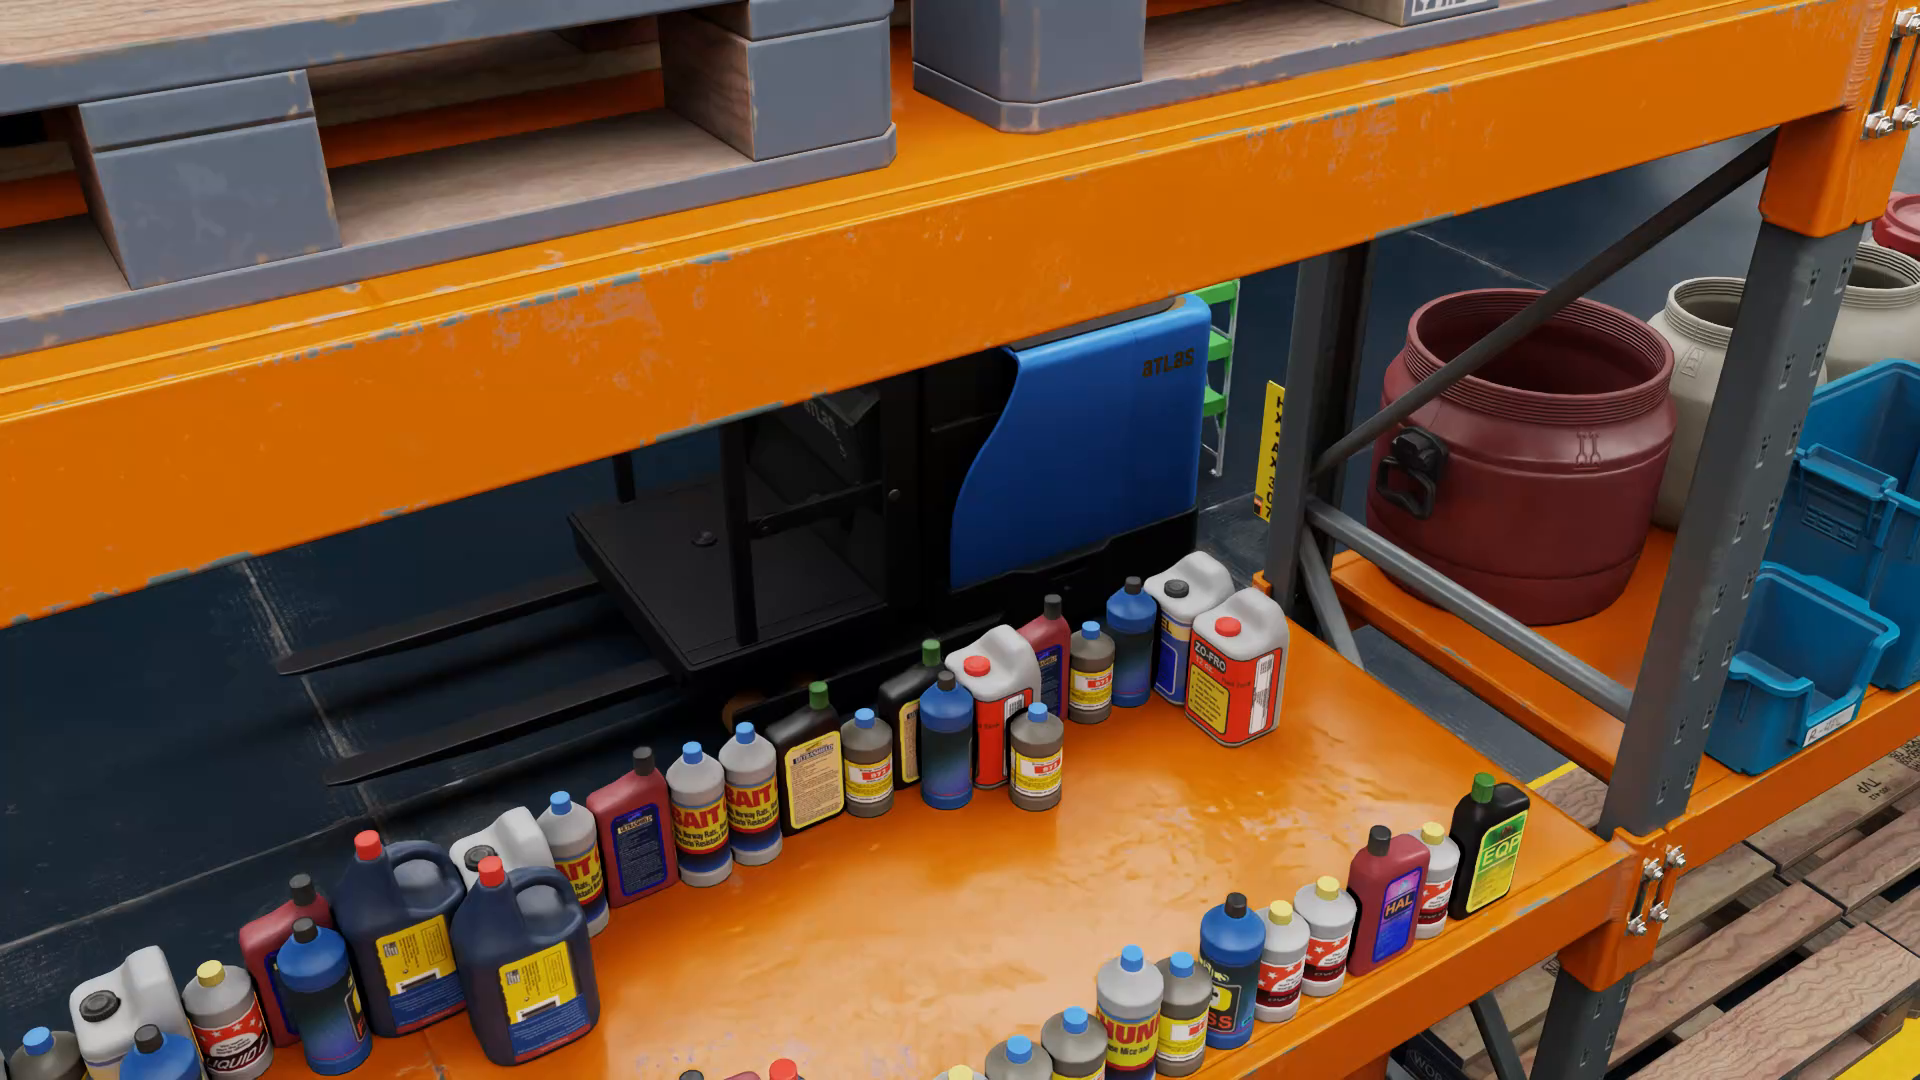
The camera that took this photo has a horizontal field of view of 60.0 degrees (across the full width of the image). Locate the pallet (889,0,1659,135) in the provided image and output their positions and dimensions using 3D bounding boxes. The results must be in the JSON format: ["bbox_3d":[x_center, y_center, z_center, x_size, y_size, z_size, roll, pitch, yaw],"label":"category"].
[{"bbox_3d":[0.287,-0.876,2.192,1.213,0.211,1.003,-19,37,-27],"label":"pallet"}]

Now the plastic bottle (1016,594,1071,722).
[{"bbox_3d":[0.143,0.240,3.167,0.133,0.283,0.061,-19,37,-27],"label":"plastic bottle"}]

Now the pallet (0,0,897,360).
[{"bbox_3d":[-0.821,-0.496,1.591,1.213,0.211,1.003,-19,37,-27],"label":"pallet"}]

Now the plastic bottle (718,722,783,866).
[{"bbox_3d":[-0.363,0.431,2.876,0.097,0.271,0.097,0,32,0],"label":"plastic bottle"}]

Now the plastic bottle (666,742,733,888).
[{"bbox_3d":[-0.445,0.459,2.832,0.097,0.271,0.097,0,32,0],"label":"plastic bottle"}]

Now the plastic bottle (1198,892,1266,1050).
[{"bbox_3d":[0.410,0.647,2.534,0.097,0.271,0.097,0,32,0],"label":"plastic bottle"}]

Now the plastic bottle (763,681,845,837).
[{"bbox_3d":[-0.276,0.384,2.939,0.133,0.283,0.061,-19,37,-27],"label":"plastic bottle"}]

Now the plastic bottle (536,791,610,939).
[{"bbox_3d":[-0.639,0.526,2.726,0.097,0.271,0.097,0,32,0],"label":"plastic bottle"}]

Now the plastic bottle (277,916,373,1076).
[{"bbox_3d":[-0.956,0.673,2.492,0.097,0.271,0.097,0,32,0],"label":"plastic bottle"}]

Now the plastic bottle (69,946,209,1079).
[{"bbox_3d":[-1.184,0.728,2.400,0.135,0.276,0.152,-19,37,-27],"label":"plastic bottle"}]

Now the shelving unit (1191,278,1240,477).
[{"bbox_3d":[0.769,-0.748,6.312,0.503,1.200,0.258,-18,36,-26],"label":"shelving unit"}]

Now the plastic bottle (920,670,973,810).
[{"bbox_3d":[-0.024,0.353,3.000,0.097,0.271,0.097,0,32,0],"label":"plastic bottle"}]

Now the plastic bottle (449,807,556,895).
[{"bbox_3d":[-0.721,0.569,2.652,0.135,0.276,0.152,-19,37,-27],"label":"plastic bottle"}]

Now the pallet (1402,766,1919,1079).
[{"bbox_3d":[1.655,1.109,4.294,1.213,0.211,1.003,-19,37,-27],"label":"pallet"}]

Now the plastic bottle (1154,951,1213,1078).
[{"bbox_3d":[0.328,0.704,2.508,0.097,0.201,0.097,0,32,0],"label":"plastic bottle"}]

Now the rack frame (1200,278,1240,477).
[{"bbox_3d":[0.978,-0.816,6.418,0.015,1.200,0.240,-18,36,-26],"label":"rack frame"}]

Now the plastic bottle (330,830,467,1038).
[{"bbox_3d":[-0.858,0.582,2.562,0.185,0.351,0.144,-19,37,-27],"label":"plastic bottle"}]

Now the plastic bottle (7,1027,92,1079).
[{"bbox_3d":[-1.296,0.781,2.386,0.097,0.201,0.097,0,32,0],"label":"plastic bottle"}]

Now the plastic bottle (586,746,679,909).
[{"bbox_3d":[-0.552,0.479,2.789,0.133,0.283,0.061,-19,37,-27],"label":"plastic bottle"}]

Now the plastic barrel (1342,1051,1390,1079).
[{"bbox_3d":[0.581,1.025,3.454,0.708,0.830,0.600,-19,37,-27],"label":"plastic barrel"}]

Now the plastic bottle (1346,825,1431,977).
[{"bbox_3d":[0.680,0.560,2.660,0.133,0.283,0.061,-19,37,-27],"label":"plastic bottle"}]

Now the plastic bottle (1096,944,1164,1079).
[{"bbox_3d":[0.246,0.703,2.445,0.097,0.271,0.097,0,32,0],"label":"plastic bottle"}]

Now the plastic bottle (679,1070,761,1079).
[{"bbox_3d":[-0.320,0.813,2.260,0.133,0.283,0.061,-19,37,-27],"label":"plastic bottle"}]

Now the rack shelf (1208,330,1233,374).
[{"bbox_3d":[0.769,-0.694,6.346,0.480,0.148,0.258,-18,36,-26],"label":"rack shelf"}]

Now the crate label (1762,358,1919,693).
[{"bbox_3d":[1.965,-0.045,3.477,0.616,0.435,0.502,-19,37,-27],"label":"crate label"}]

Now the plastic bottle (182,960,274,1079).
[{"bbox_3d":[-1.101,0.714,2.492,0.097,0.201,0.097,0,32,0],"label":"plastic bottle"}]

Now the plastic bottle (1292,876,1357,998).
[{"bbox_3d":[0.573,0.620,2.642,0.097,0.201,0.097,0,32,0],"label":"plastic bottle"}]

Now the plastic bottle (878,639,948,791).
[{"bbox_3d":[-0.082,0.317,3.045,0.133,0.283,0.061,-19,37,-27],"label":"plastic bottle"}]

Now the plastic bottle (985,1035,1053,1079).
[{"bbox_3d":[0.083,0.789,2.374,0.097,0.201,0.097,0,32,0],"label":"plastic bottle"}]

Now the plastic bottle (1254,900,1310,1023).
[{"bbox_3d":[0.492,0.648,2.597,0.097,0.201,0.097,0,32,0],"label":"plastic bottle"}]

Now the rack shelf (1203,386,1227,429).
[{"bbox_3d":[0.769,-0.491,6.474,0.480,0.148,0.258,-18,36,-26],"label":"rack shelf"}]

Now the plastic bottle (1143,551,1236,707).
[{"bbox_3d":[0.444,0.169,3.288,0.135,0.276,0.152,-19,37,-27],"label":"plastic bottle"}]

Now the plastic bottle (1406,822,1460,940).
[{"bbox_3d":[0.767,0.553,2.747,0.097,0.201,0.097,0,32,0],"label":"plastic bottle"}]

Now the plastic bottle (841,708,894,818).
[{"bbox_3d":[-0.169,0.394,3.001,0.097,0.201,0.097,0,32,0],"label":"plastic bottle"}]

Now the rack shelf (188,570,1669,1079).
[{"bbox_3d":[-0.698,1.018,2.498,4.000,0.370,1.077,-19,37,-27],"label":"rack shelf"}]

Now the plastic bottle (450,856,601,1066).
[{"bbox_3d":[-0.662,0.612,2.515,0.185,0.351,0.144,-19,37,-27],"label":"plastic bottle"}]

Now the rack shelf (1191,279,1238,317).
[{"bbox_3d":[0.769,-0.897,6.218,0.480,0.148,0.258,-18,36,-26],"label":"rack shelf"}]

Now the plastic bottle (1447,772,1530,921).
[{"bbox_3d":[0.874,0.494,2.766,0.133,0.283,0.061,-19,37,-27],"label":"plastic bottle"}]

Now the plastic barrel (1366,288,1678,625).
[{"bbox_3d":[1.209,-0.192,3.615,0.708,0.536,0.600,-19,37,-27],"label":"plastic barrel"}]

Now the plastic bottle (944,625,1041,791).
[{"bbox_3d":[0.055,0.302,3.076,0.135,0.276,0.152,-19,37,-27],"label":"plastic bottle"}]

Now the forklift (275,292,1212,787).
[{"bbox_3d":[-0.679,-0.923,4.965,3.031,2.935,1.130,-18,36,-26],"label":"forklift"}]

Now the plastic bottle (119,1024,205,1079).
[{"bbox_3d":[-1.101,0.781,2.321,0.097,0.271,0.097,0,32,0],"label":"plastic bottle"}]

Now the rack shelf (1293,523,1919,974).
[{"bbox_3d":[2.664,-0.138,4.331,4.000,0.370,1.077,-19,37,-27],"label":"rack shelf"}]

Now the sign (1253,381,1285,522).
[{"bbox_3d":[0.679,-0.178,3.567,0.005,0.325,0.100,-19,37,-27],"label":"sign"}]

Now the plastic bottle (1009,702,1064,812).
[{"bbox_3d":[0.139,0.384,3.015,0.097,0.201,0.097,0,32,0],"label":"plastic bottle"}]

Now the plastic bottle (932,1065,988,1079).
[{"bbox_3d":[0.001,0.817,2.329,0.097,0.201,0.097,0,32,0],"label":"plastic bottle"}]

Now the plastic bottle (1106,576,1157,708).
[{"bbox_3d":[0.332,0.192,3.255,0.097,0.271,0.097,0,32,0],"label":"plastic bottle"}]

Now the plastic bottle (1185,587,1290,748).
[{"bbox_3d":[0.527,0.237,3.179,0.135,0.276,0.152,-19,37,-27],"label":"plastic bottle"}]

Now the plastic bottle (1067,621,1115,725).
[{"bbox_3d":[0.250,0.249,3.229,0.097,0.201,0.097,0,32,0],"label":"plastic bottle"}]

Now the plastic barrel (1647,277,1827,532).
[{"bbox_3d":[1.732,-0.304,3.816,0.421,0.512,0.421,0,32,0],"label":"plastic barrel"}]

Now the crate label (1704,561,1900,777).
[{"bbox_3d":[1.540,0.253,3.194,0.416,0.233,0.303,-19,37,-27],"label":"crate label"}]

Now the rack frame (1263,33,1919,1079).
[{"bbox_3d":[0.983,0.136,3.223,0.127,3.000,1.000,-19,37,-27],"label":"rack frame"}]

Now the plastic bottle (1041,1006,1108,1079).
[{"bbox_3d":[0.164,0.761,2.419,0.097,0.201,0.097,0,32,0],"label":"plastic bottle"}]

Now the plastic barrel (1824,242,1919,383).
[{"bbox_3d":[2.086,-0.426,4.009,0.421,0.512,0.421,0,32,0],"label":"plastic barrel"}]

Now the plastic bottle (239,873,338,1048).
[{"bbox_3d":[-1.014,0.638,2.536,0.133,0.283,0.061,-19,37,-27],"label":"plastic bottle"}]

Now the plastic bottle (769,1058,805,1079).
[{"bbox_3d":[-0.243,0.823,2.180,0.185,0.351,0.144,-19,37,-27],"label":"plastic bottle"}]

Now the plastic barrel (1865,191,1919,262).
[{"bbox_3d":[2.442,-0.562,4.203,0.433,0.535,0.433,0,32,0],"label":"plastic barrel"}]

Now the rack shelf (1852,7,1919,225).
[{"bbox_3d":[2.664,-1.407,3.531,4.000,0.370,1.077,-19,37,-27],"label":"rack shelf"}]

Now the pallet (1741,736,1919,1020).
[{"bbox_3d":[2.680,0.758,4.850,1.213,0.211,1.003,-19,37,-27],"label":"pallet"}]

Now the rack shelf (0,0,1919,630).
[{"bbox_3d":[-0.698,-0.250,1.698,4.000,0.370,1.077,-19,37,-27],"label":"rack shelf"}]
